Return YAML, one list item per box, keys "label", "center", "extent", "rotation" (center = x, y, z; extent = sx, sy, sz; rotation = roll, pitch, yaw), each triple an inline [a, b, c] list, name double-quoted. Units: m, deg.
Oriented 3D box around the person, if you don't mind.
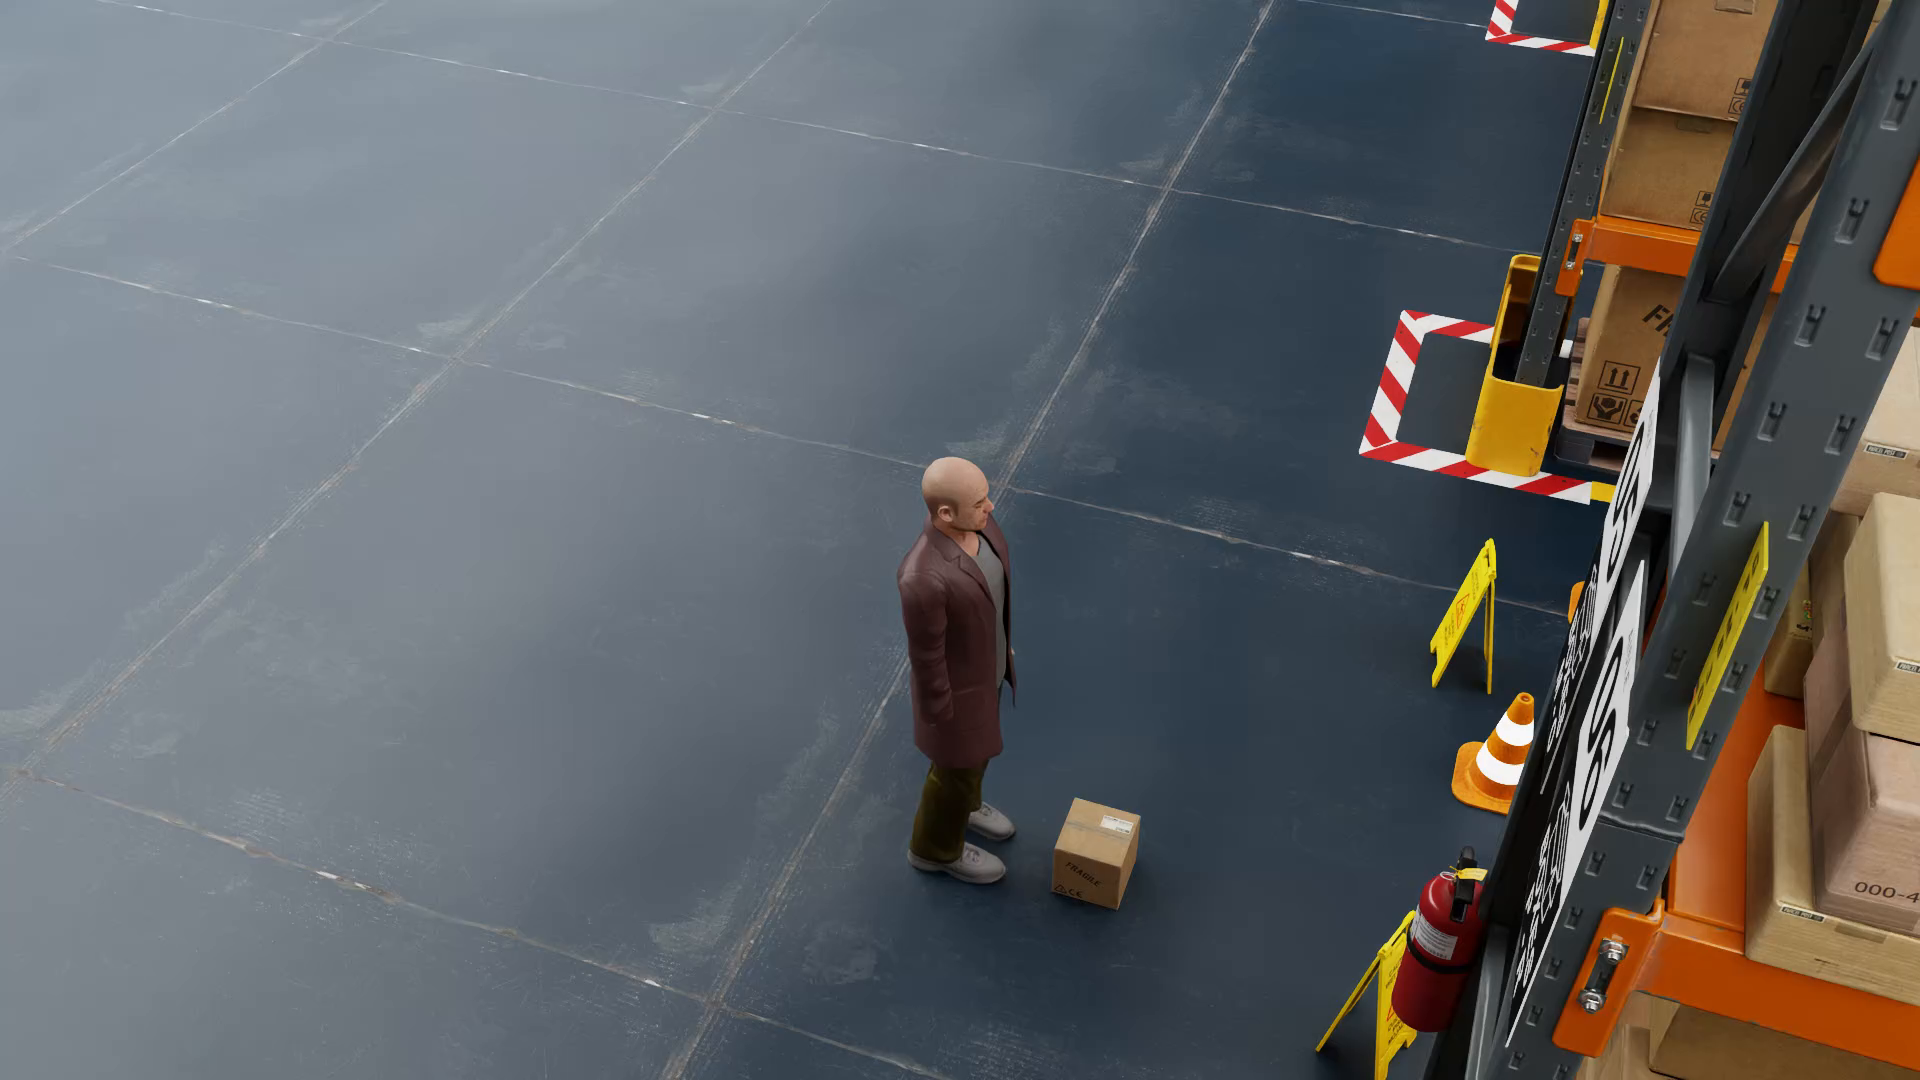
- label: "person"
  center: [0.022, 0.447, 5.662]
  extent: [0.412, 1.781, 0.560]
  rotation: [14, 43, 16]
